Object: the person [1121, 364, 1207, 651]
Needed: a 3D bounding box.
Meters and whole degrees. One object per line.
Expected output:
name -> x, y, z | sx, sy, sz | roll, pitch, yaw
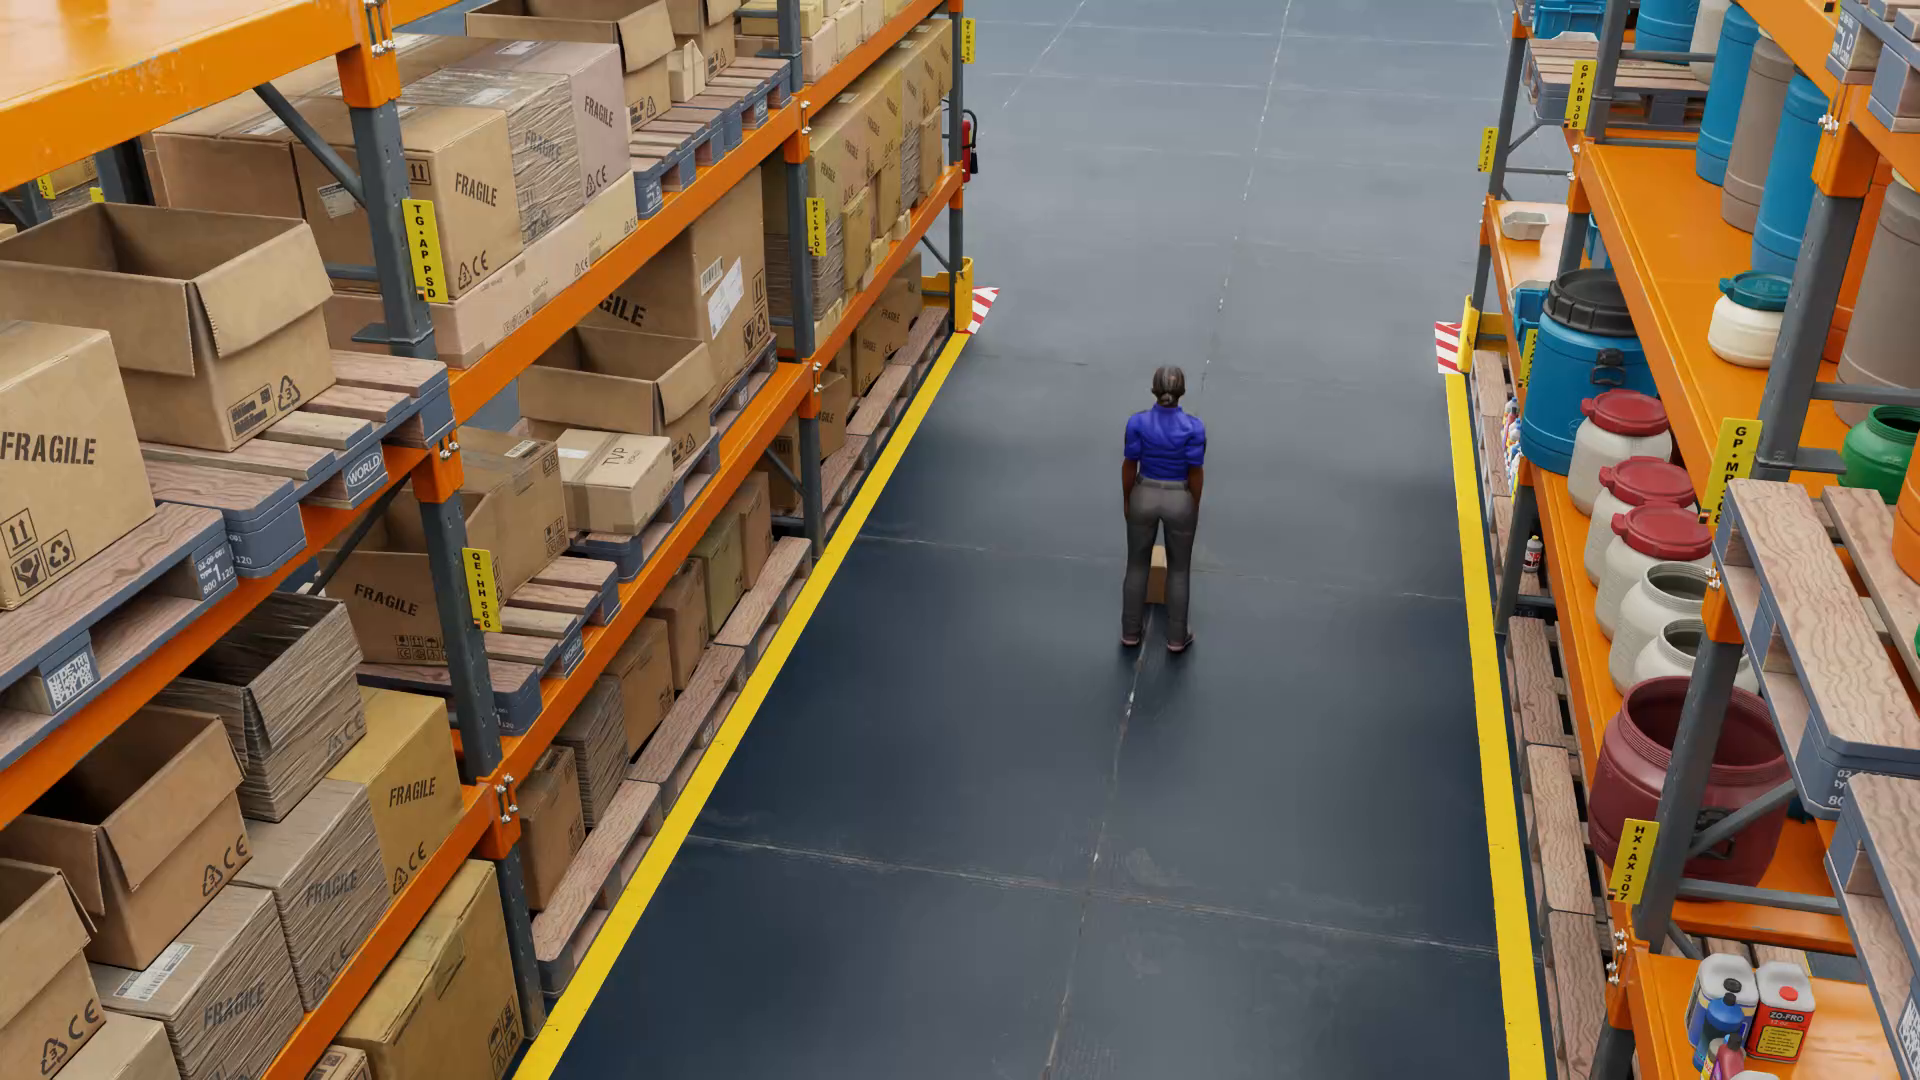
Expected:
person -> 1.081, -0.169, 8.929 | 0.446, 1.678, 0.302 | 7, 30, 12
